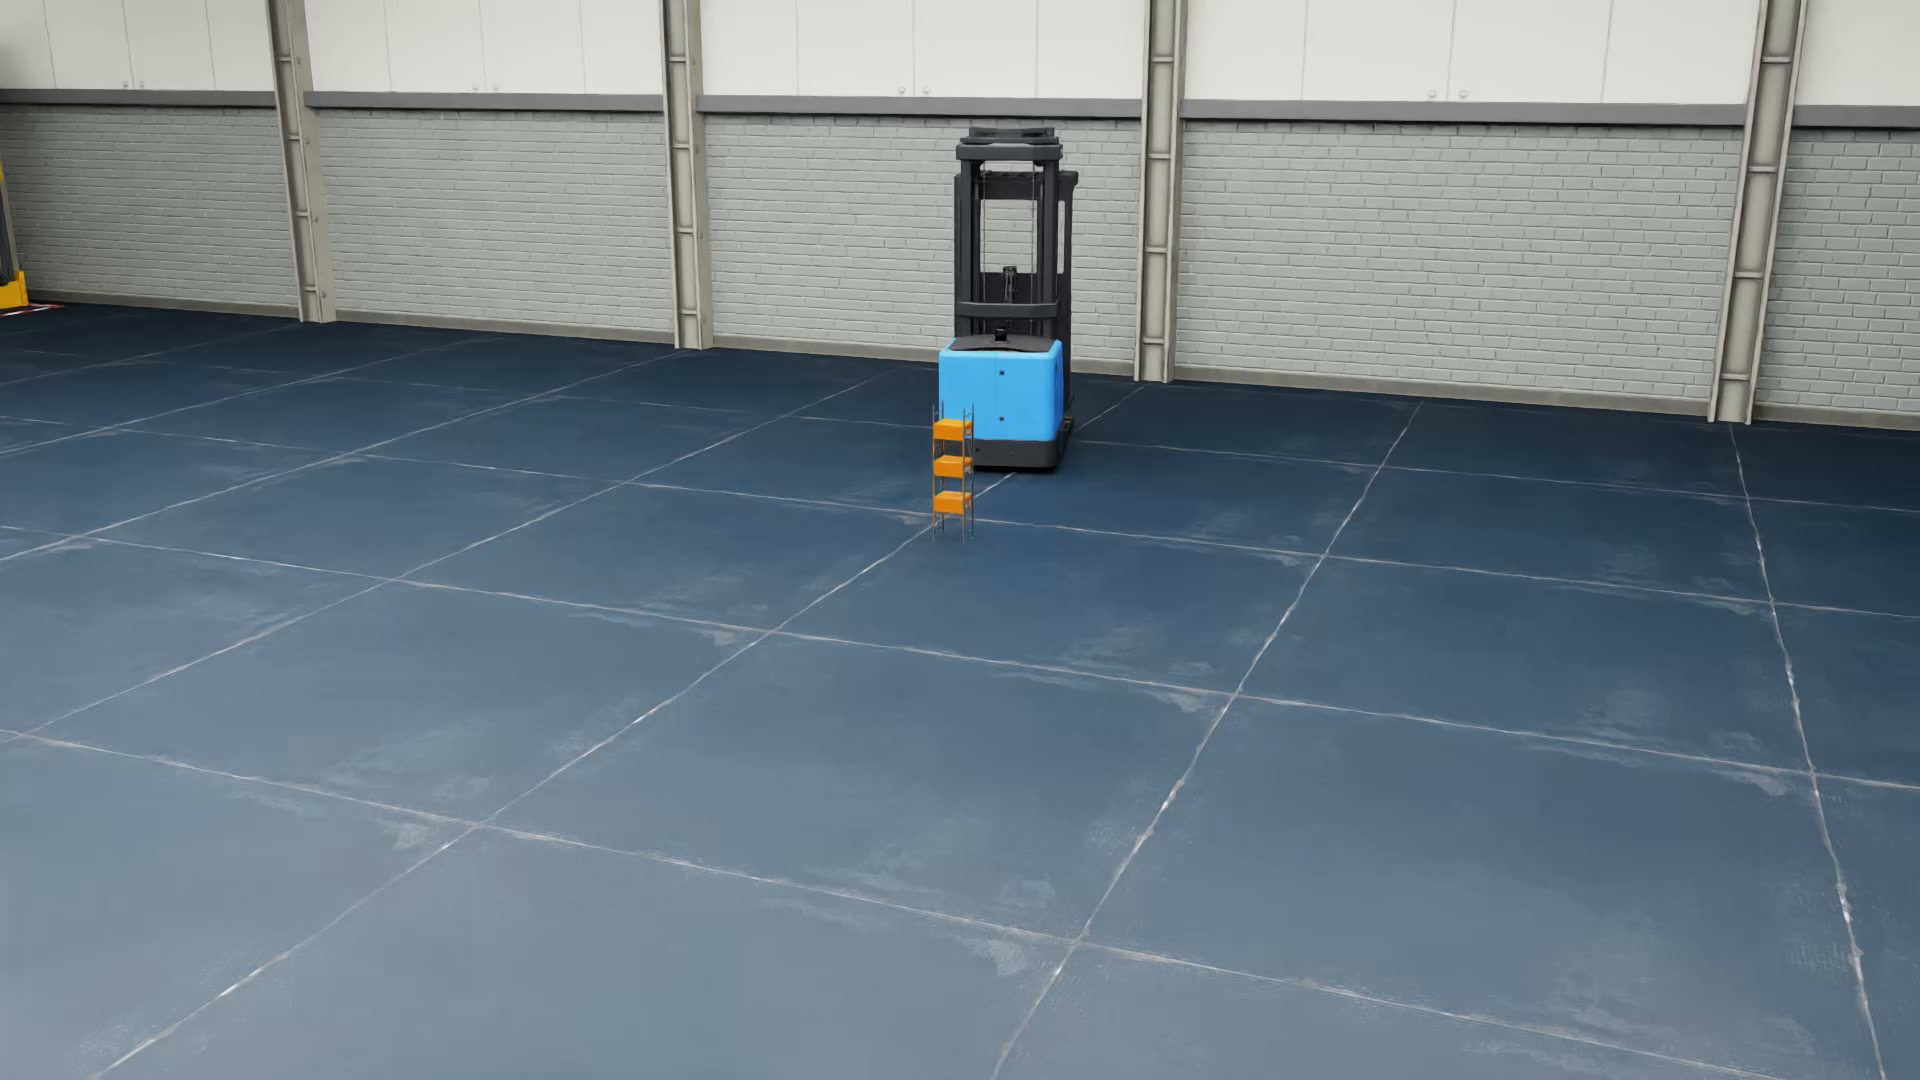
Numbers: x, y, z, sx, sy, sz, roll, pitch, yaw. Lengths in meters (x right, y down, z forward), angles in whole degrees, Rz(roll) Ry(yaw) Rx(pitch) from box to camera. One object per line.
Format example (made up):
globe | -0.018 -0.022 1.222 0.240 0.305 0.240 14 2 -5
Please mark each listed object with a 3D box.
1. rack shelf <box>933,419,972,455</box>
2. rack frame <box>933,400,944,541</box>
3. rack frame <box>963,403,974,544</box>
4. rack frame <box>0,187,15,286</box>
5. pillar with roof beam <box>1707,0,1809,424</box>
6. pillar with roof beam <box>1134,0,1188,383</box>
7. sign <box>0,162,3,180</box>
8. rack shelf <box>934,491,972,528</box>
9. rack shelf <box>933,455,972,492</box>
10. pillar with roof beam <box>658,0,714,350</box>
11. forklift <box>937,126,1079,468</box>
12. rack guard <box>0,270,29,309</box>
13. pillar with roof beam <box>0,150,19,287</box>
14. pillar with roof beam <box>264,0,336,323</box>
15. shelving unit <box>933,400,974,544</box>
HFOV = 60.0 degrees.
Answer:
rack shelf | -0.050 -0.772 12.470 0.240 0.259 0.215 6 17 21
rack frame | -0.163 -0.522 12.589 0.008 1.050 0.200 6 17 21
rack frame | 0.064 -0.497 12.503 0.008 1.050 0.200 6 17 21
rack frame | -14.212 -4.807 23.853 0.127 3.000 1.000 6 17 21
pillar with roof beam | 6.217 -4.422 11.765 0.400 9.000 9.100 6 17 21
pillar with roof beam | 0.636 -5.036 13.879 0.400 9.000 9.100 6 17 21
sign | -14.003 -5.405 24.215 0.005 0.325 0.100 6 17 21
rack shelf | -0.050 -0.233 12.627 0.240 0.259 0.215 6 17 21
rack shelf | -0.050 -0.499 12.549 0.240 0.259 0.215 6 17 21
pillar with roof beam | -4.946 -5.649 15.993 0.400 9.000 9.100 6 17 21
forklift | 0.525 -2.409 15.715 1.130 2.935 3.031 2 16 8
rack guard | -14.190 -3.605 24.193 0.348 0.500 1.175 6 17 21
pillar with roof beam | -16.109 -6.877 20.221 0.400 9.000 9.100 6 17 21
pillar with roof beam | -10.527 -6.263 18.107 0.400 9.000 9.100 6 17 21
shelving unit | -0.050 -0.510 12.546 0.252 1.050 0.215 6 17 21
